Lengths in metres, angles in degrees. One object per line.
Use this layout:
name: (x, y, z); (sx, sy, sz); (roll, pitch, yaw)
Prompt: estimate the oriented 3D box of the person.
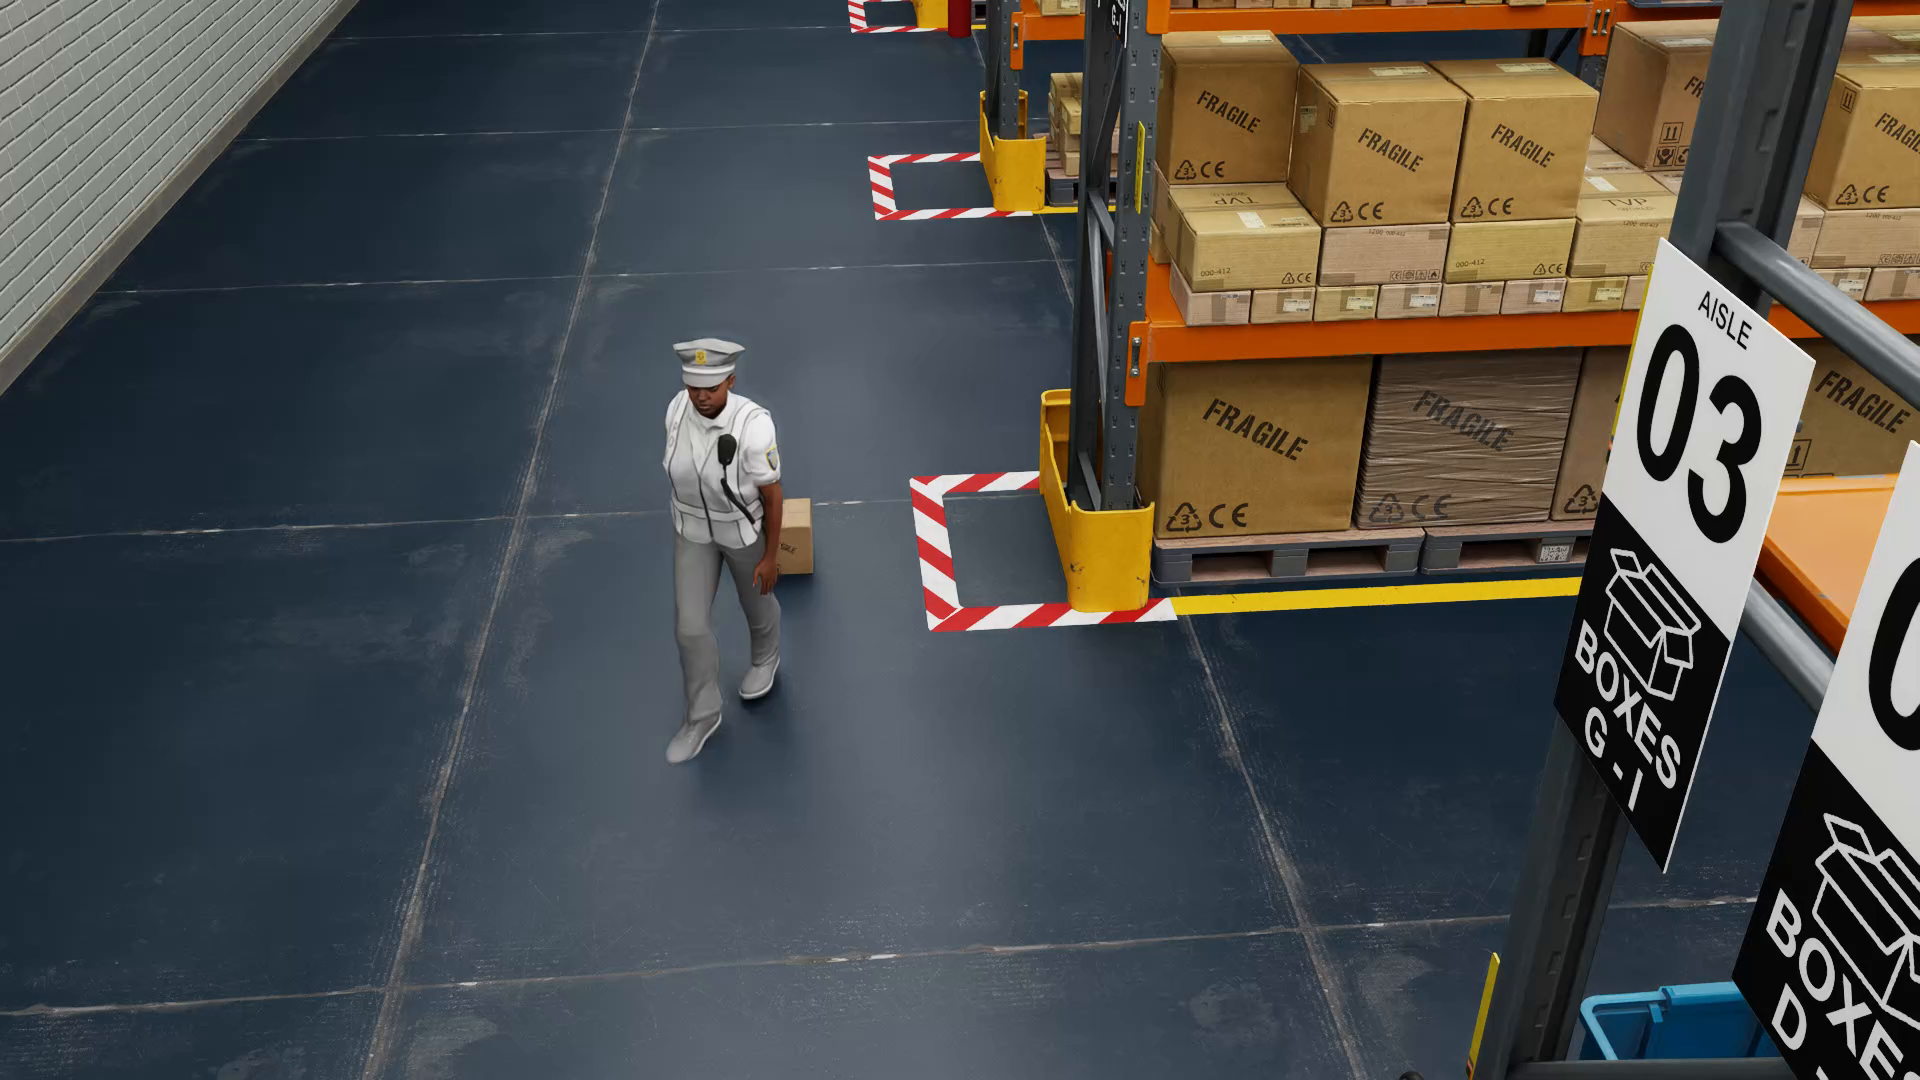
person: (-0.857, -0.006, 6.152); (0.476, 1.701, 0.697); (6, 32, 10)
